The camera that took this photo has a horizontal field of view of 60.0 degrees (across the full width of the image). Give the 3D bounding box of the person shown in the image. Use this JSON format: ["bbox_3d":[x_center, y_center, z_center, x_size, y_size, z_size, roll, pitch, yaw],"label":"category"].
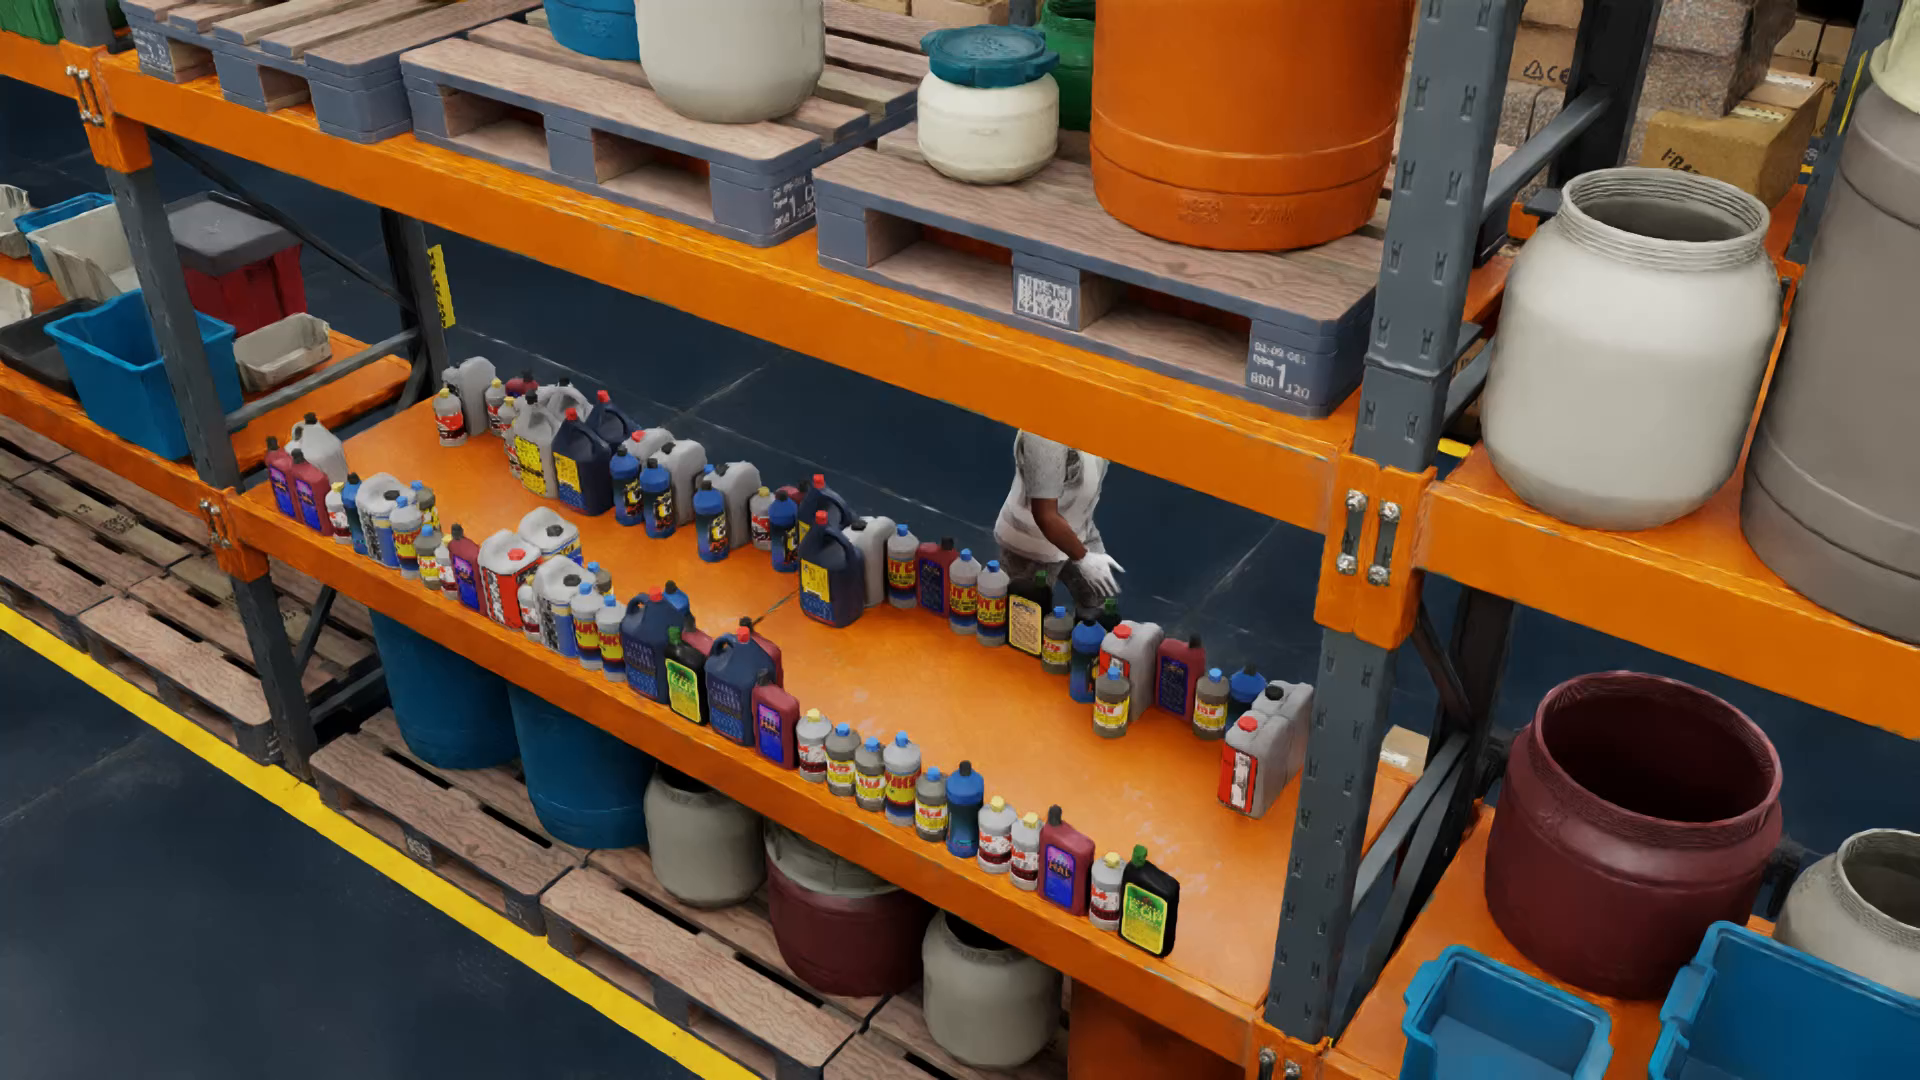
[{"bbox_3d":[0.332,-0.060,6.180,0.702,1.698,0.681,12,36,17],"label":"person"}]
